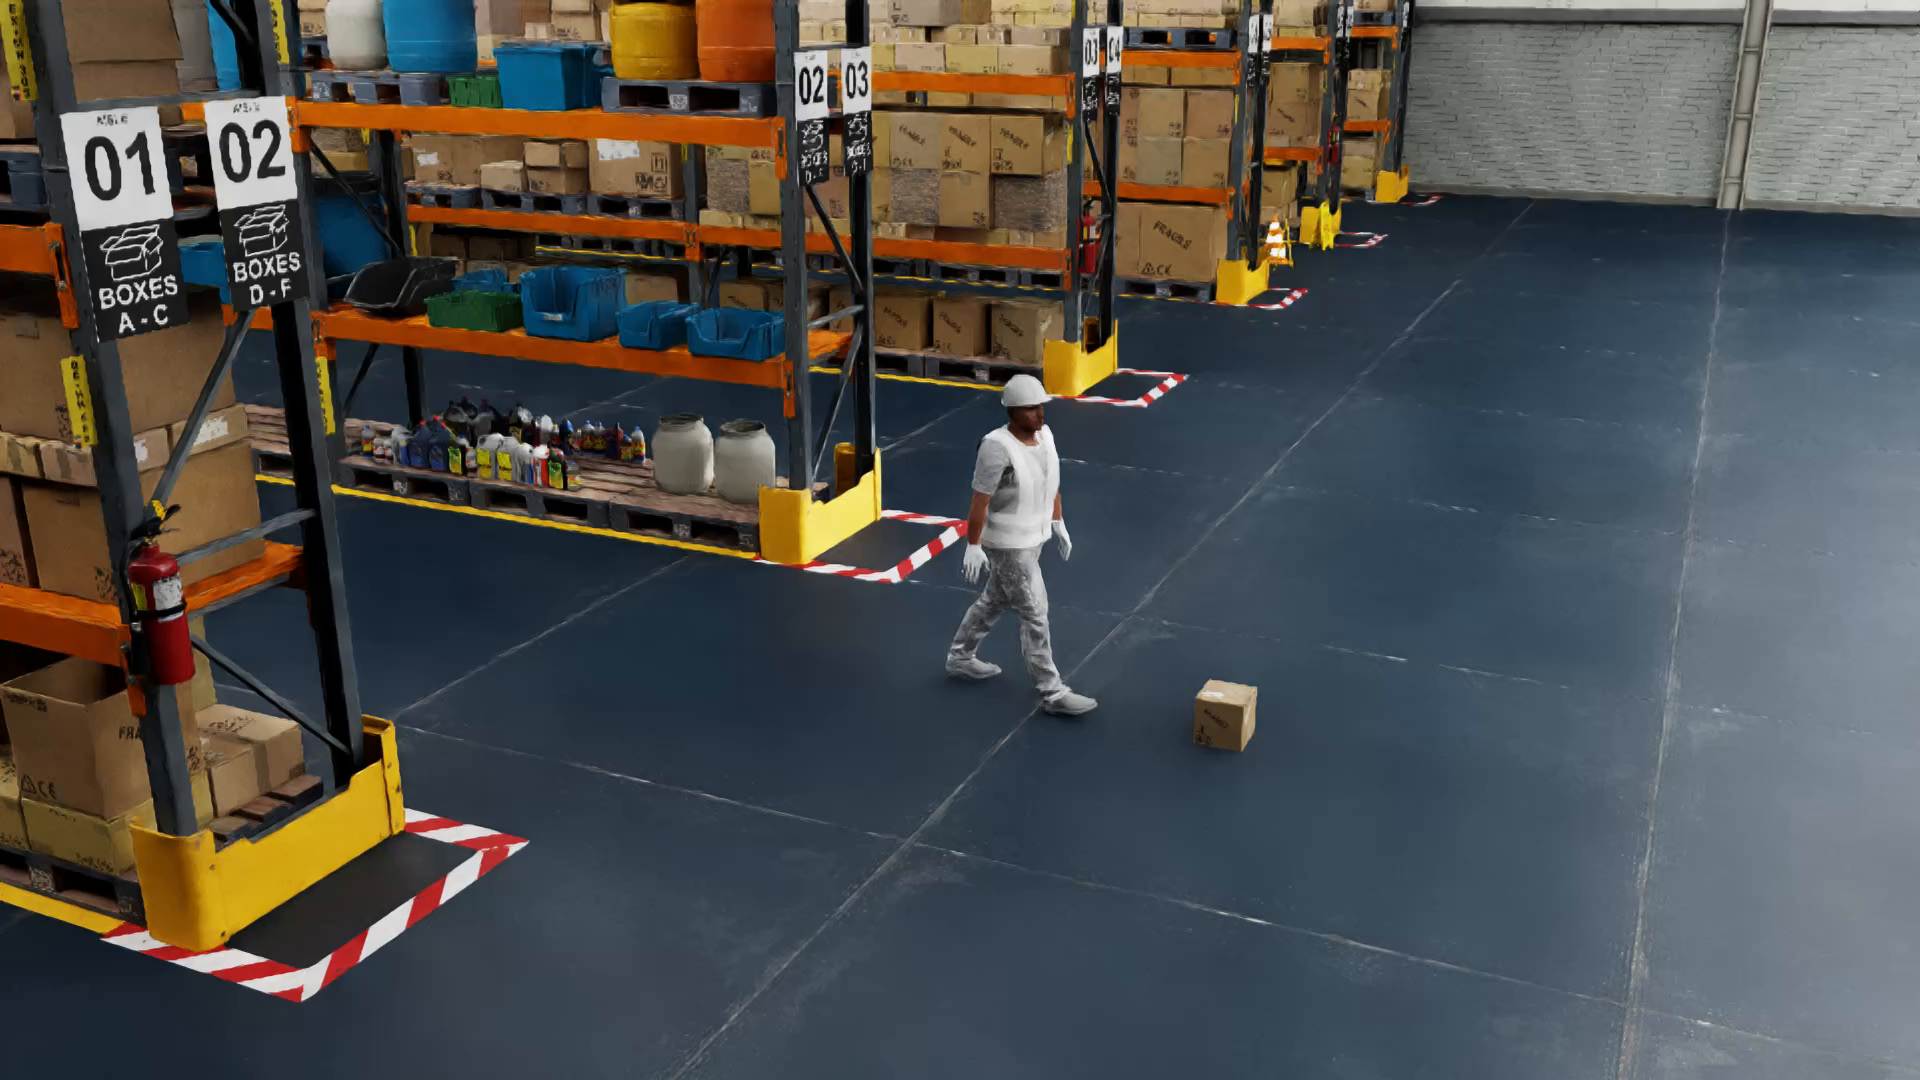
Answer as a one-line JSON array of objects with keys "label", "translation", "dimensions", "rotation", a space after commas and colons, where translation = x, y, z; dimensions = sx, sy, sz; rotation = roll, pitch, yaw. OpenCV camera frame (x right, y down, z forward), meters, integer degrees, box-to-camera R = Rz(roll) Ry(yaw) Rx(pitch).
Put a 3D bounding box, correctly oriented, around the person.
[{"label": "person", "translation": [0.344, -0.003, 8.572], "dimensions": [0.961, 1.755, 0.634], "rotation": [11, 22, 29]}]
